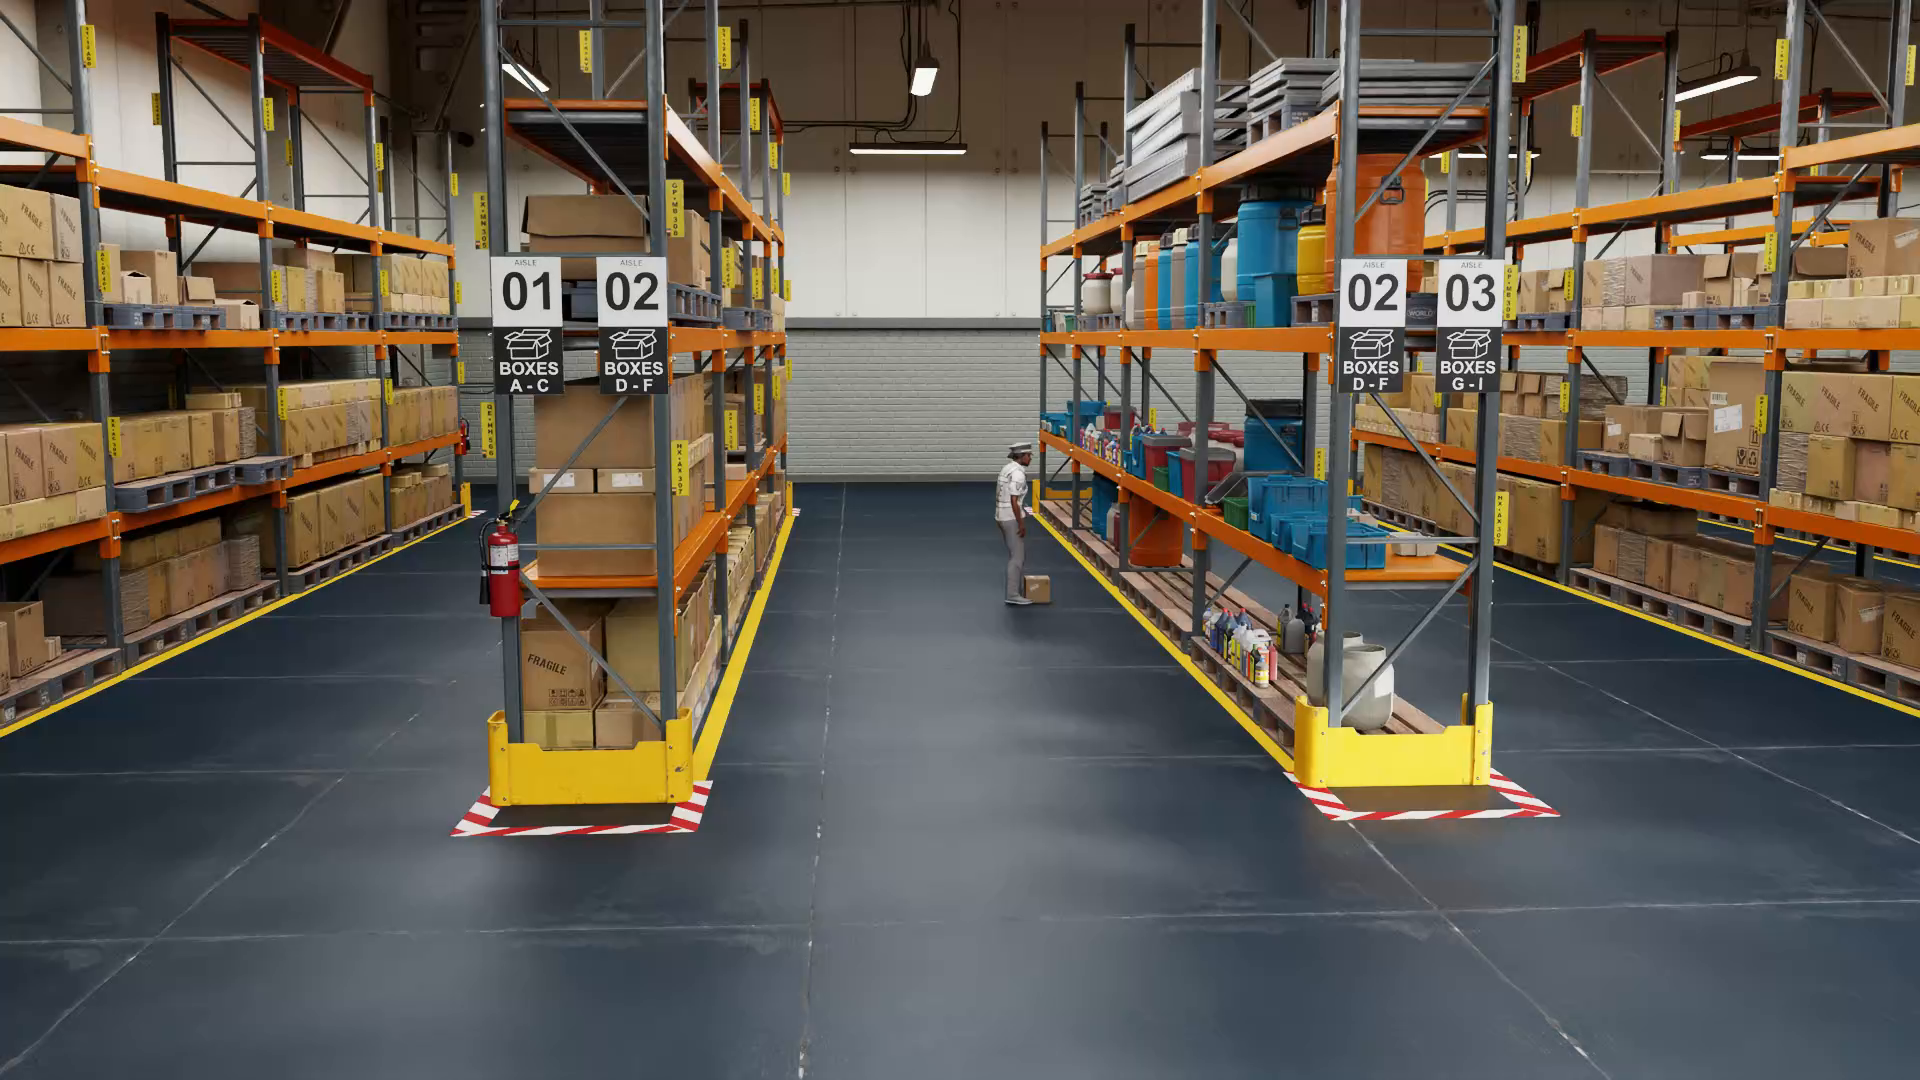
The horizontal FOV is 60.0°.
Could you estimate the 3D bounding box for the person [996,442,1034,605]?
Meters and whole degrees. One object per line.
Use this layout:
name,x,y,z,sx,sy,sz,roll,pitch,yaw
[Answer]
person,0.585,-0.184,17.248,0.418,1.661,0.526,-1,7,-6
